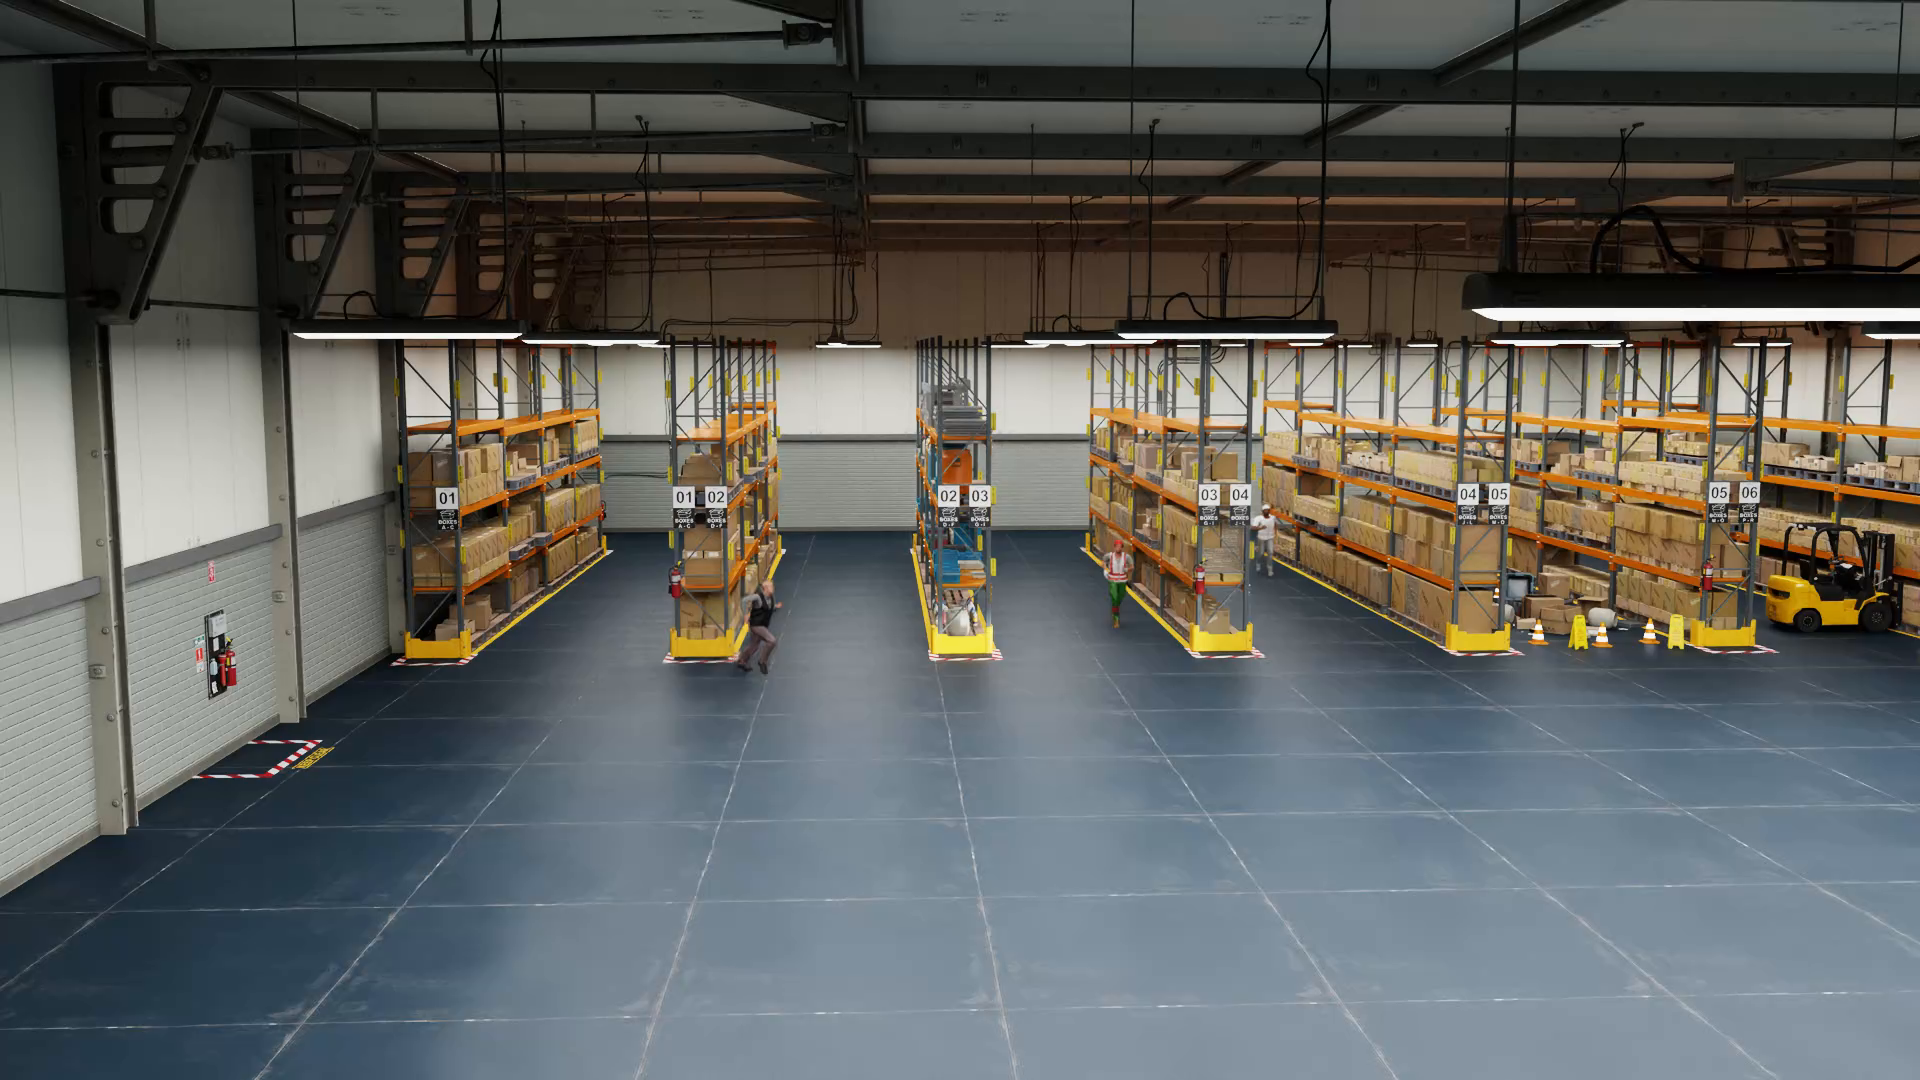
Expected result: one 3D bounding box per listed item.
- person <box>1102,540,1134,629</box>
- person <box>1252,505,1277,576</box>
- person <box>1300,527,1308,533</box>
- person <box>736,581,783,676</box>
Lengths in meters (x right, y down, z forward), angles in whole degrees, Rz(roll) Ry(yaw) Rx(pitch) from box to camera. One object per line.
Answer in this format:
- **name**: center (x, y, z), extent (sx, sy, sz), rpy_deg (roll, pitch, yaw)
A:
- **person**: center (3.318, 0.901, 34.772), extent (0.622, 1.835, 0.987), rpy_deg (-1, 7, -9)
- **person**: center (7.822, -0.017, 42.622), extent (0.741, 1.792, 0.881), rpy_deg (-1, 7, -9)
- **person**: center (10.099, -0.570, 48.726), extent (0.614, 1.556, 0.472), rpy_deg (-6, 9, -42)
- **person**: center (-3.560, 1.546, 29.418), extent (0.918, 1.681, 0.646), rpy_deg (2, 7, 18)
